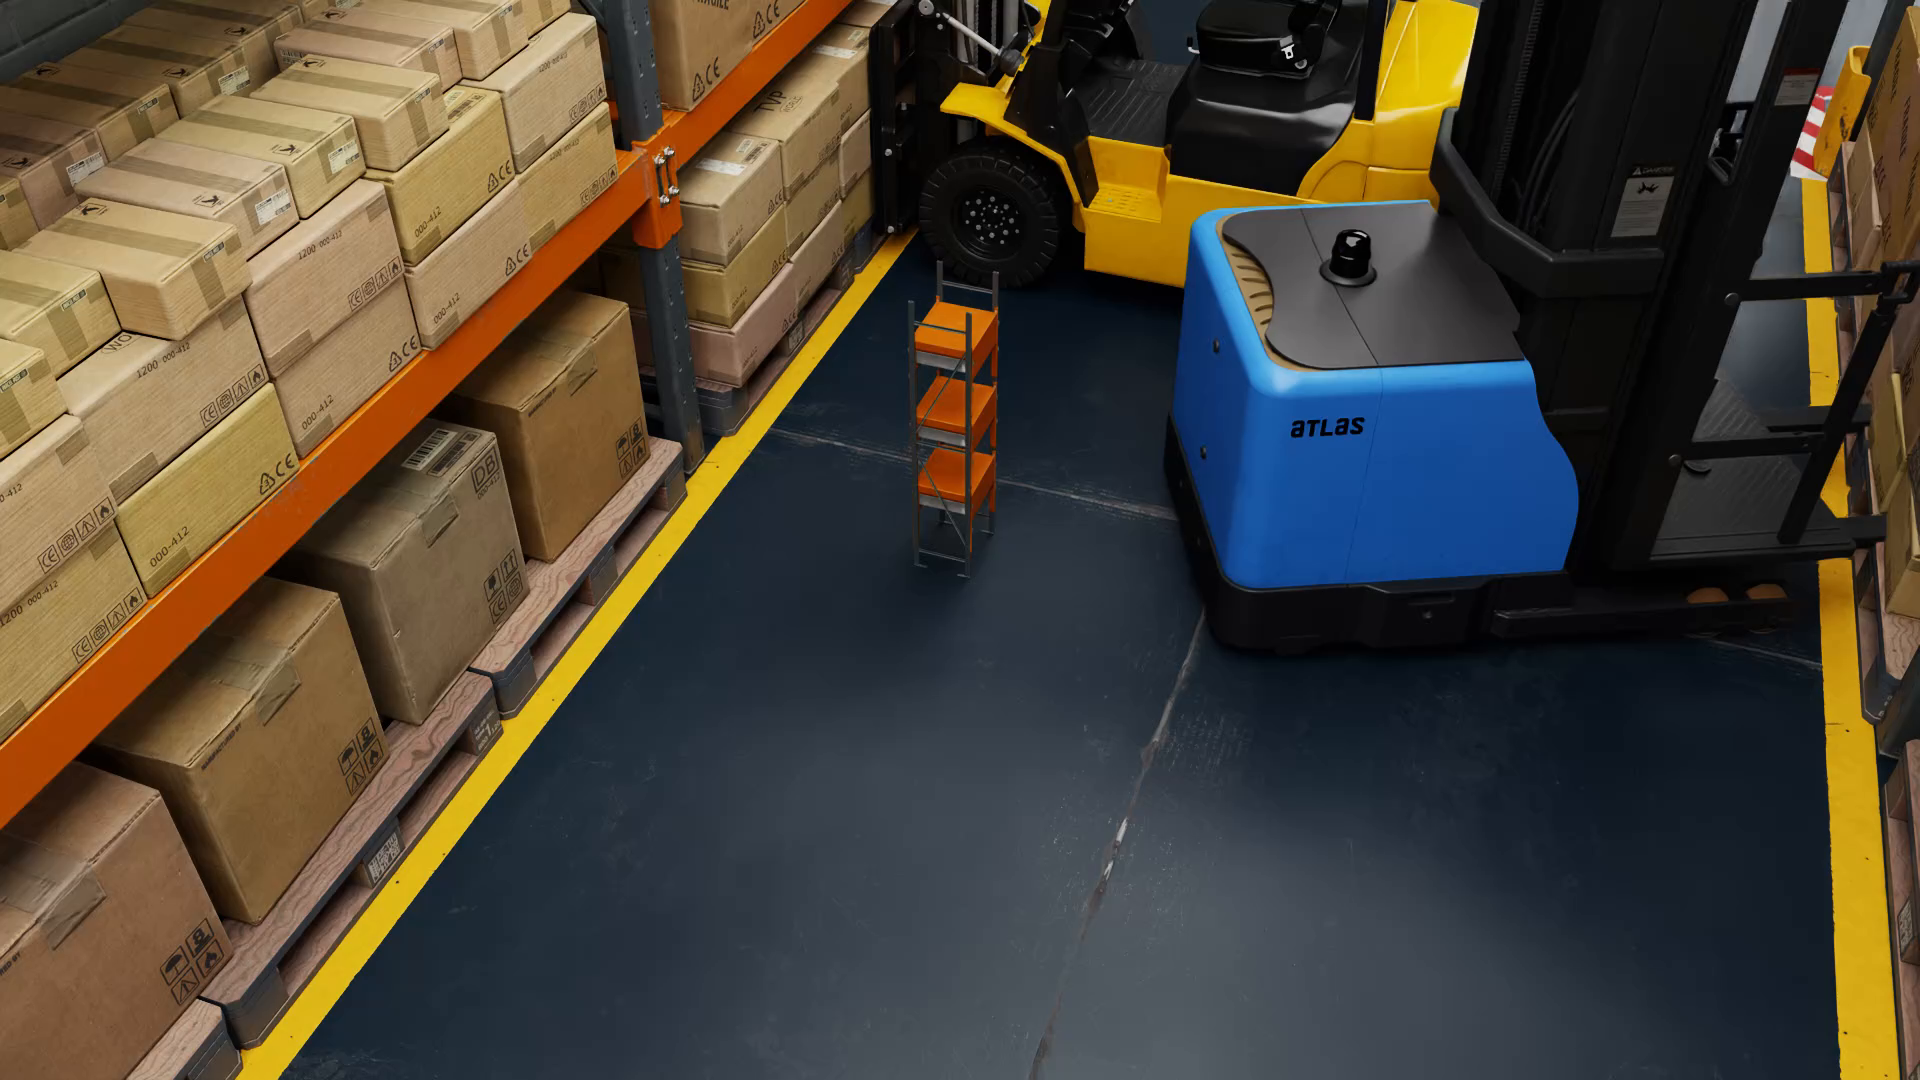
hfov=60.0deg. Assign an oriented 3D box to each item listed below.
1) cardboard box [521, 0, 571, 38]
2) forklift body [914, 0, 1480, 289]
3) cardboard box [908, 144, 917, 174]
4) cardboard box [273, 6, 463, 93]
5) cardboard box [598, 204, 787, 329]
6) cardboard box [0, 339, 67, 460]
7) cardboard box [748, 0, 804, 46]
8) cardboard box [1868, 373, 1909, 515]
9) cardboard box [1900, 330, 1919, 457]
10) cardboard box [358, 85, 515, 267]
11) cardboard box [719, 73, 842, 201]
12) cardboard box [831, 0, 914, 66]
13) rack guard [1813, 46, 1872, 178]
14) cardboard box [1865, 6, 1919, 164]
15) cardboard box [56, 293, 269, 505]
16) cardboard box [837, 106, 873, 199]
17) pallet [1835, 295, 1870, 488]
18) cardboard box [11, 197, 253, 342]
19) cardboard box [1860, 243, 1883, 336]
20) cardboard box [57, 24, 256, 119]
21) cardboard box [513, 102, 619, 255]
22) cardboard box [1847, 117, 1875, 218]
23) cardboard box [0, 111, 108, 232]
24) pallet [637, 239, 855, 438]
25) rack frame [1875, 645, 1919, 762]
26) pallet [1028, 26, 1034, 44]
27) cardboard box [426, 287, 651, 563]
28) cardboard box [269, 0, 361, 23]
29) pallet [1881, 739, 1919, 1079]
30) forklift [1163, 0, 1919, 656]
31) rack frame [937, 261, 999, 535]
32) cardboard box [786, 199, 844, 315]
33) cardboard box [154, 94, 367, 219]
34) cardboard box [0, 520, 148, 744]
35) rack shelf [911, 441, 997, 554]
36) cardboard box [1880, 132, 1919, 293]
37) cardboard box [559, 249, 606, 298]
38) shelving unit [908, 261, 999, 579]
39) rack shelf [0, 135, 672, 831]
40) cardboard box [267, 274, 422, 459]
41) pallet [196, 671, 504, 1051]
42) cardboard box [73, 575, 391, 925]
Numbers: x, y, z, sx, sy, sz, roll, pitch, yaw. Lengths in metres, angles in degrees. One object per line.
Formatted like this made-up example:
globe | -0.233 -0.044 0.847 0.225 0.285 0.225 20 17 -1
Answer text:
cardboard box | -1.331 -1.544 4.672 0.380 0.149 0.250 15 43 17
forklift body | 1.011 -2.072 6.522 2.313 2.155 1.214 13 42 15
cardboard box | -0.434 -1.788 7.329 0.500 0.250 0.500 15 43 16
cardboard box | -1.535 -1.245 4.322 0.380 0.149 0.250 13 42 15
cardboard box | -0.967 -1.048 6.077 0.500 0.250 0.500 13 42 15
cardboard box | -1.973 -0.281 3.191 0.380 0.149 0.250 14 42 16
cardboard box | -0.863 -2.089 5.811 0.500 0.500 0.500 14 42 16
cardboard box | 3.365 -0.279 5.561 0.500 0.250 0.500 12 42 14
cardboard box | 3.366 -0.548 5.298 0.500 0.500 0.500 14 42 16
cardboard box | -1.519 -0.979 4.316 0.500 0.250 0.500 12 42 14
cardboard box | -0.778 -1.546 6.276 0.500 0.250 0.500 13 42 15
cardboard box | -0.432 -2.171 7.008 0.500 0.250 0.500 12 42 14
rack guard | 4.585 -1.860 7.545 1.175 0.500 0.348 13 42 15
cardboard box | 4.068 -1.811 6.779 0.500 0.500 0.500 12 42 14
cardboard box | -1.890 -0.365 3.597 0.500 0.250 0.500 14 42 16
cardboard box | -0.614 -1.659 6.793 0.500 0.250 0.500 13 42 15
pallet | 3.855 -0.521 6.198 1.003 0.211 1.213 13 42 15
cardboard box | -1.758 -0.580 3.541 0.380 0.149 0.250 12 42 14
cardboard box | 3.719 -0.895 6.283 0.500 0.250 0.500 16 43 18
cardboard box | -2.039 -1.171 4.234 0.380 0.149 0.250 13 42 15
cardboard box | -1.349 -1.095 4.838 0.500 0.250 0.500 14 42 16
cardboard box | 4.075 -1.541 7.040 0.500 0.250 0.500 13 42 15
cardboard box | -2.230 -0.869 3.881 0.380 0.149 0.250 13 42 15
pallet | -1.111 -0.932 6.680 1.003 0.211 1.213 13 42 15
rack frame | 3.243 -0.418 3.929 1.000 3.000 0.127 13 42 15
pallet | -0.277 -2.420 8.424 1.003 0.211 1.213 13 42 15
cardboard box | -1.590 -0.453 5.476 0.875 0.625 0.625 15 43 17
cardboard box | -1.885 -1.483 4.601 0.380 0.149 0.250 12 42 14
pallet | 2.978 1.118 4.277 1.003 0.211 1.213 13 42 15
forklift | 2.274 -1.140 4.829 3.031 2.935 1.130 -3 41 -4
rack frame | 0.023 -0.441 5.458 0.200 1.050 0.008 13 42 15
cardboard box | -0.787 -1.166 6.600 0.500 0.250 0.500 12 42 14
cardboard box | -1.649 -0.910 3.928 0.380 0.149 0.250 12 42 14
cardboard box | -2.063 0.142 3.388 0.500 0.250 0.500 12 42 14
rack shelf | -0.018 -0.147 5.558 0.215 0.259 0.240 13 42 15
cardboard box | 3.714 -1.187 6.048 0.500 0.500 0.500 14 42 16
cardboard box | -1.449 -1.163 6.212 0.500 0.250 0.500 12 42 14
shelving unit | -0.018 -0.367 5.371 0.215 1.050 0.252 13 42 15
rack shelf | -2.107 -0.024 4.021 1.077 0.370 4.000 13 42 15
cardboard box | -1.714 -0.491 4.130 0.500 0.250 0.500 14 42 15
pallet | -2.053 0.748 4.710 1.003 0.211 1.213 13 42 15
cardboard box | -2.118 0.478 4.385 0.875 0.625 0.625 12 42 13
